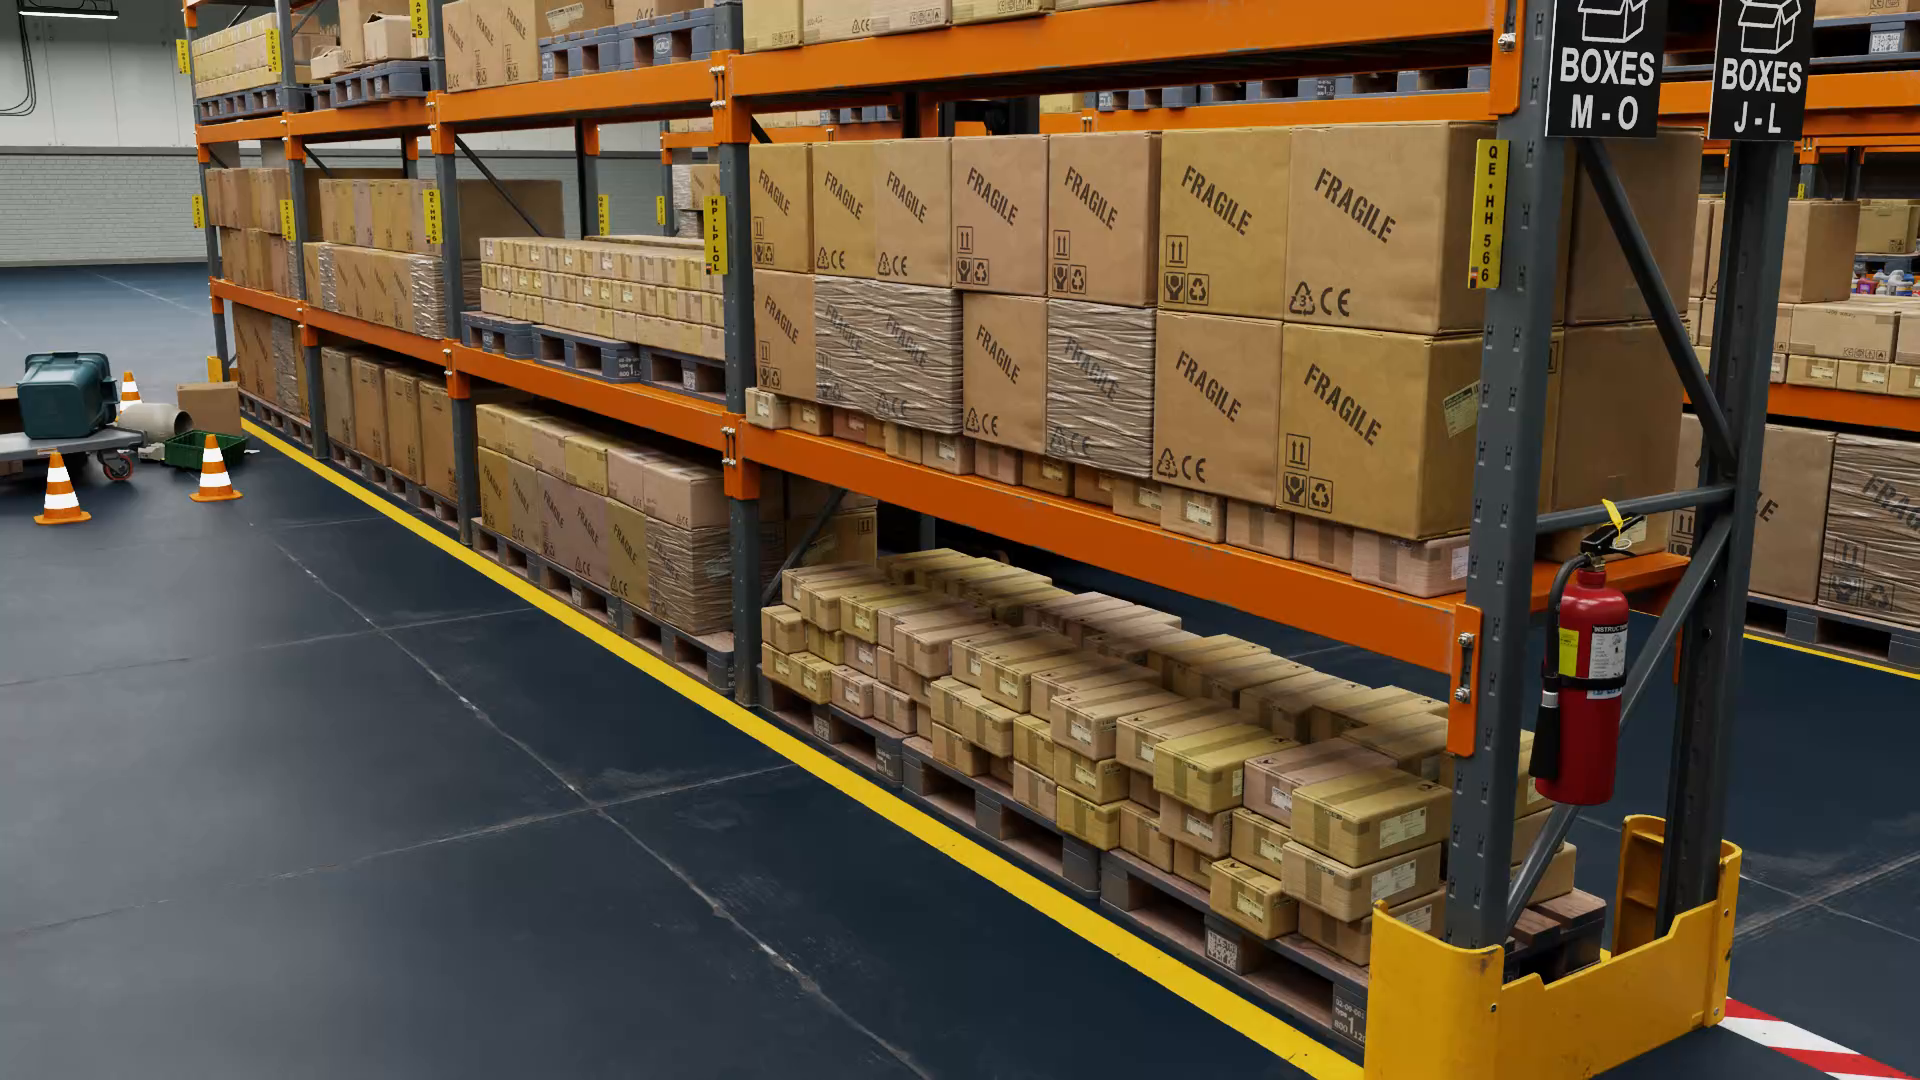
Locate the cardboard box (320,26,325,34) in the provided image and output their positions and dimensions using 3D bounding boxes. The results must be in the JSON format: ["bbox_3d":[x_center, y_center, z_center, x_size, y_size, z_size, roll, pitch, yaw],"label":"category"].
[{"bbox_3d":[-5.483,-4.474,14.781,0.380,0.149,0.250,-8,15,-32],"label":"cardboard box"}]

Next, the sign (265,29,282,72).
[{"bbox_3d":[-5.459,-3.892,13.221,0.100,0.325,0.005,-8,15,-33],"label":"sign"}]

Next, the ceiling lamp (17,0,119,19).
[{"bbox_3d":[-20.148,-13.358,37.217,2.000,3.185,0.800,-8,15,-33],"label":"ceiling lamp"}]

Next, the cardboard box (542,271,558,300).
[{"bbox_3d":[-2.101,-1.424,9.260,0.380,0.149,0.250,-8,15,-33],"label":"cardboard box"}]

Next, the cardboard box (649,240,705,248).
[{"bbox_3d":[-1.566,-1.648,9.589,0.380,0.149,0.250,-8,15,-33],"label":"cardboard box"}]

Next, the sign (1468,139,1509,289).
[{"bbox_3d":[1.178,-0.725,3.706,0.100,0.325,0.005,-8,15,-33],"label":"sign"}]

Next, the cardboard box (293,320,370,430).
[{"bbox_3d":[-5.288,-1.489,14.639,0.875,0.875,0.875,-8,15,-32],"label":"cardboard box"}]

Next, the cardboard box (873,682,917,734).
[{"bbox_3d":[-0.120,0.636,6.621,0.380,0.149,0.250,-8,15,-34],"label":"cardboard box"}]

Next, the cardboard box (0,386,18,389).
[{"bbox_3d":[-8.198,-1.077,14.607,0.637,0.503,0.797,4,13,16],"label":"cardboard box"}]

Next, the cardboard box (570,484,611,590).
[{"bbox_3d":[-1.750,-0.047,8.926,0.500,0.500,0.500,-8,15,-34],"label":"cardboard box"}]

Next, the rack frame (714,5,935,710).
[{"bbox_3d":[-0.565,-0.779,7.401,1.000,3.000,0.127,-8,15,-33],"label":"rack frame"}]

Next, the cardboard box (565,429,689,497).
[{"bbox_3d":[-1.767,-0.417,8.859,0.500,0.250,0.500,-9,15,-35],"label":"cardboard box"}]

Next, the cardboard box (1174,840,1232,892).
[{"bbox_3d":[0.884,0.960,5.139,0.380,0.149,0.250,-8,15,-33],"label":"cardboard box"}]

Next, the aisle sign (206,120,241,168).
[{"bbox_3d":[-7.503,-4.160,16.778,0.394,0.787,0.004,-8,15,-33],"label":"aisle sign"}]

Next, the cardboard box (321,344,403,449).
[{"bbox_3d":[-4.579,-1.208,13.647,1.050,0.750,0.750,-8,15,-33],"label":"cardboard box"}]

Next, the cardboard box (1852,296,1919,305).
[{"bbox_3d":[4.932,-1.099,8.522,0.500,0.250,0.500,-8,15,-34],"label":"cardboard box"}]

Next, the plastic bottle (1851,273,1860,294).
[{"bbox_3d":[7.053,-1.970,13.140,0.152,0.276,0.135,-8,15,-33],"label":"plastic bottle"}]

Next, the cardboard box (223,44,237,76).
[{"bbox_3d":[-6.320,-4.319,15.006,0.500,0.250,0.500,-8,15,-33],"label":"cardboard box"}]

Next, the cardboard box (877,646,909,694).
[{"bbox_3d":[-0.104,0.488,6.604,0.380,0.149,0.250,-9,15,-36],"label":"cardboard box"}]

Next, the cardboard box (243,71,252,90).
[{"bbox_3d":[-6.029,-4.006,14.507,0.380,0.149,0.250,-8,15,-32],"label":"cardboard box"}]

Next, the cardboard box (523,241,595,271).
[{"bbox_3d":[-2.257,-1.619,9.457,0.380,0.149,0.250,-9,15,-35],"label":"cardboard box"}]

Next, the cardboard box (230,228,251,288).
[{"bbox_3d":[-6.442,-2.716,15.908,0.875,0.550,0.550,-8,15,-33],"label":"cardboard box"}]

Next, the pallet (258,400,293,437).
[{"bbox_3d":[-6.034,-1.201,15.859,1.003,0.211,1.213,-8,15,-33],"label":"pallet"}]

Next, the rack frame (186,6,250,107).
[{"bbox_3d":[-7.214,-5.844,16.519,1.000,3.000,0.127,-8,15,-33],"label":"rack frame"}]

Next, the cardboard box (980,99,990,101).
[{"bbox_3d":[0.374,-3.683,14.012,0.500,0.250,0.500,-8,14,-31],"label":"cardboard box"}]

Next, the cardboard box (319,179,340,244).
[{"bbox_3d":[-4.718,-2.651,13.389,0.700,0.500,0.500,-8,15,-34],"label":"cardboard box"}]

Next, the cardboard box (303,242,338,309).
[{"bbox_3d":[-4.930,-2.125,13.323,0.500,0.500,0.500,-8,15,-32],"label":"cardboard box"}]

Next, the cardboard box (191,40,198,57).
[{"bbox_3d":[-7.294,-4.802,16.282,0.380,0.149,0.250,-8,15,-32],"label":"cardboard box"}]

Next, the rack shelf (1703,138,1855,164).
[{"bbox_3d":[8.544,-4.701,19.998,1.077,0.370,4.000,-8,15,-33],"label":"rack shelf"}]

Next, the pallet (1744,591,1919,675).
[{"bbox_3d":[4.656,0.376,8.648,1.003,0.211,1.213,-8,15,-33],"label":"pallet"}]

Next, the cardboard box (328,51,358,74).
[{"bbox_3d":[-4.438,-3.518,12.278,0.380,0.149,0.250,-8,15,-33],"label":"cardboard box"}]

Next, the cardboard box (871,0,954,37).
[{"bbox_3d":[0.029,-1.874,5.741,0.500,0.250,0.500,-7,14,-30],"label":"cardboard box"}]

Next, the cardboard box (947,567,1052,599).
[{"bbox_3d":[0.167,0.235,7.064,0.380,0.149,0.250,-8,15,-33],"label":"cardboard box"}]

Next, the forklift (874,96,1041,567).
[{"bbox_3d":[0.411,-1.330,10.083,1.130,2.935,3.031,-10,16,-40],"label":"forklift"}]

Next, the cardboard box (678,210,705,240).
[{"bbox_3d":[-2.747,-3.575,19.258,0.875,0.500,0.500,-8,15,-33],"label":"cardboard box"}]

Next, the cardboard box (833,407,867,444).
[{"bbox_3d":[-0.284,-0.488,6.662,0.380,0.149,0.250,-9,15,-35],"label":"cardboard box"}]

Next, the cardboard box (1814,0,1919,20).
[{"bbox_3d":[4.569,-2.778,8.071,0.700,0.500,0.500,-7,14,-30],"label":"cardboard box"}]

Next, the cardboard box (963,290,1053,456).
[{"bbox_3d":[0.350,-0.582,5.572,0.500,0.500,0.500,-7,14,-30],"label":"cardboard box"}]

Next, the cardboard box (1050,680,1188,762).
[{"bbox_3d":[0.520,0.588,5.448,0.380,0.149,0.250,-7,14,-31],"label":"cardboard box"}]

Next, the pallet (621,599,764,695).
[{"bbox_3d":[-0.998,0.445,8.331,1.003,0.211,1.213,-8,15,-33],"label":"pallet"}]

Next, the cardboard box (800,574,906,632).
[{"bbox_3d":[-0.444,0.260,6.949,0.380,0.149,0.250,-7,14,-30],"label":"cardboard box"}]

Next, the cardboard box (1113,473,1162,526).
[{"bbox_3d":[0.695,-0.154,5.130,0.380,0.149,0.250,-9,15,-35],"label":"cardboard box"}]

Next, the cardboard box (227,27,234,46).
[{"bbox_3d":[-6.307,-4.485,14.833,0.380,0.149,0.250,-8,15,-32],"label":"cardboard box"}]

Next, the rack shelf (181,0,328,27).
[{"bbox_3d":[-6.106,-4.941,15.012,1.077,0.370,4.000,-8,15,-33],"label":"rack shelf"}]

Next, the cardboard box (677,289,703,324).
[{"bbox_3d":[-1.097,-1.101,7.782,0.380,0.149,0.250,-8,15,-32],"label":"cardboard box"}]

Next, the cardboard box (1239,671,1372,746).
[{"bbox_3d":[1.151,0.567,5.544,0.380,0.149,0.250,-9,15,-36],"label":"cardboard box"}]

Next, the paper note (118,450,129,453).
[{"bbox_3d":[-7.273,-0.772,14.339,0.172,0.023,0.155,-3,13,-13],"label":"paper note"}]

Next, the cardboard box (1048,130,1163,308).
[{"bbox_3d":[0.614,-0.983,5.066,0.500,0.500,0.500,-7,14,-30],"label":"cardboard box"}]

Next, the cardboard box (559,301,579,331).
[{"bbox_3d":[-1.965,-1.233,9.086,0.380,0.149,0.250,-8,15,-32],"label":"cardboard box"}]

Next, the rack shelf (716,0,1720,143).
[{"bbox_3d":[0.543,-1.537,5.531,1.077,0.370,4.000,-8,15,-33],"label":"rack shelf"}]

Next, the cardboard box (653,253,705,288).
[{"bbox_3d":[-1.241,-1.294,7.970,0.380,0.149,0.250,-9,15,-35],"label":"cardboard box"}]

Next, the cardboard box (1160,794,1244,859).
[{"bbox_3d":[0.832,0.823,5.072,0.380,0.149,0.250,-9,15,-35],"label":"cardboard box"}]

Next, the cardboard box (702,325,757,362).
[{"bbox_3d":[-0.950,-0.908,7.599,0.380,0.149,0.250,-8,15,-34],"label":"cardboard box"}]

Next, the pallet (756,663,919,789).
[{"bbox_3d":[-0.164,0.699,7.172,1.003,0.211,1.213,-8,15,-33],"label":"pallet"}]

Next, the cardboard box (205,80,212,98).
[{"bbox_3d":[-7.011,-4.321,15.948,0.380,0.149,0.250,-8,15,-33],"label":"cardboard box"}]
